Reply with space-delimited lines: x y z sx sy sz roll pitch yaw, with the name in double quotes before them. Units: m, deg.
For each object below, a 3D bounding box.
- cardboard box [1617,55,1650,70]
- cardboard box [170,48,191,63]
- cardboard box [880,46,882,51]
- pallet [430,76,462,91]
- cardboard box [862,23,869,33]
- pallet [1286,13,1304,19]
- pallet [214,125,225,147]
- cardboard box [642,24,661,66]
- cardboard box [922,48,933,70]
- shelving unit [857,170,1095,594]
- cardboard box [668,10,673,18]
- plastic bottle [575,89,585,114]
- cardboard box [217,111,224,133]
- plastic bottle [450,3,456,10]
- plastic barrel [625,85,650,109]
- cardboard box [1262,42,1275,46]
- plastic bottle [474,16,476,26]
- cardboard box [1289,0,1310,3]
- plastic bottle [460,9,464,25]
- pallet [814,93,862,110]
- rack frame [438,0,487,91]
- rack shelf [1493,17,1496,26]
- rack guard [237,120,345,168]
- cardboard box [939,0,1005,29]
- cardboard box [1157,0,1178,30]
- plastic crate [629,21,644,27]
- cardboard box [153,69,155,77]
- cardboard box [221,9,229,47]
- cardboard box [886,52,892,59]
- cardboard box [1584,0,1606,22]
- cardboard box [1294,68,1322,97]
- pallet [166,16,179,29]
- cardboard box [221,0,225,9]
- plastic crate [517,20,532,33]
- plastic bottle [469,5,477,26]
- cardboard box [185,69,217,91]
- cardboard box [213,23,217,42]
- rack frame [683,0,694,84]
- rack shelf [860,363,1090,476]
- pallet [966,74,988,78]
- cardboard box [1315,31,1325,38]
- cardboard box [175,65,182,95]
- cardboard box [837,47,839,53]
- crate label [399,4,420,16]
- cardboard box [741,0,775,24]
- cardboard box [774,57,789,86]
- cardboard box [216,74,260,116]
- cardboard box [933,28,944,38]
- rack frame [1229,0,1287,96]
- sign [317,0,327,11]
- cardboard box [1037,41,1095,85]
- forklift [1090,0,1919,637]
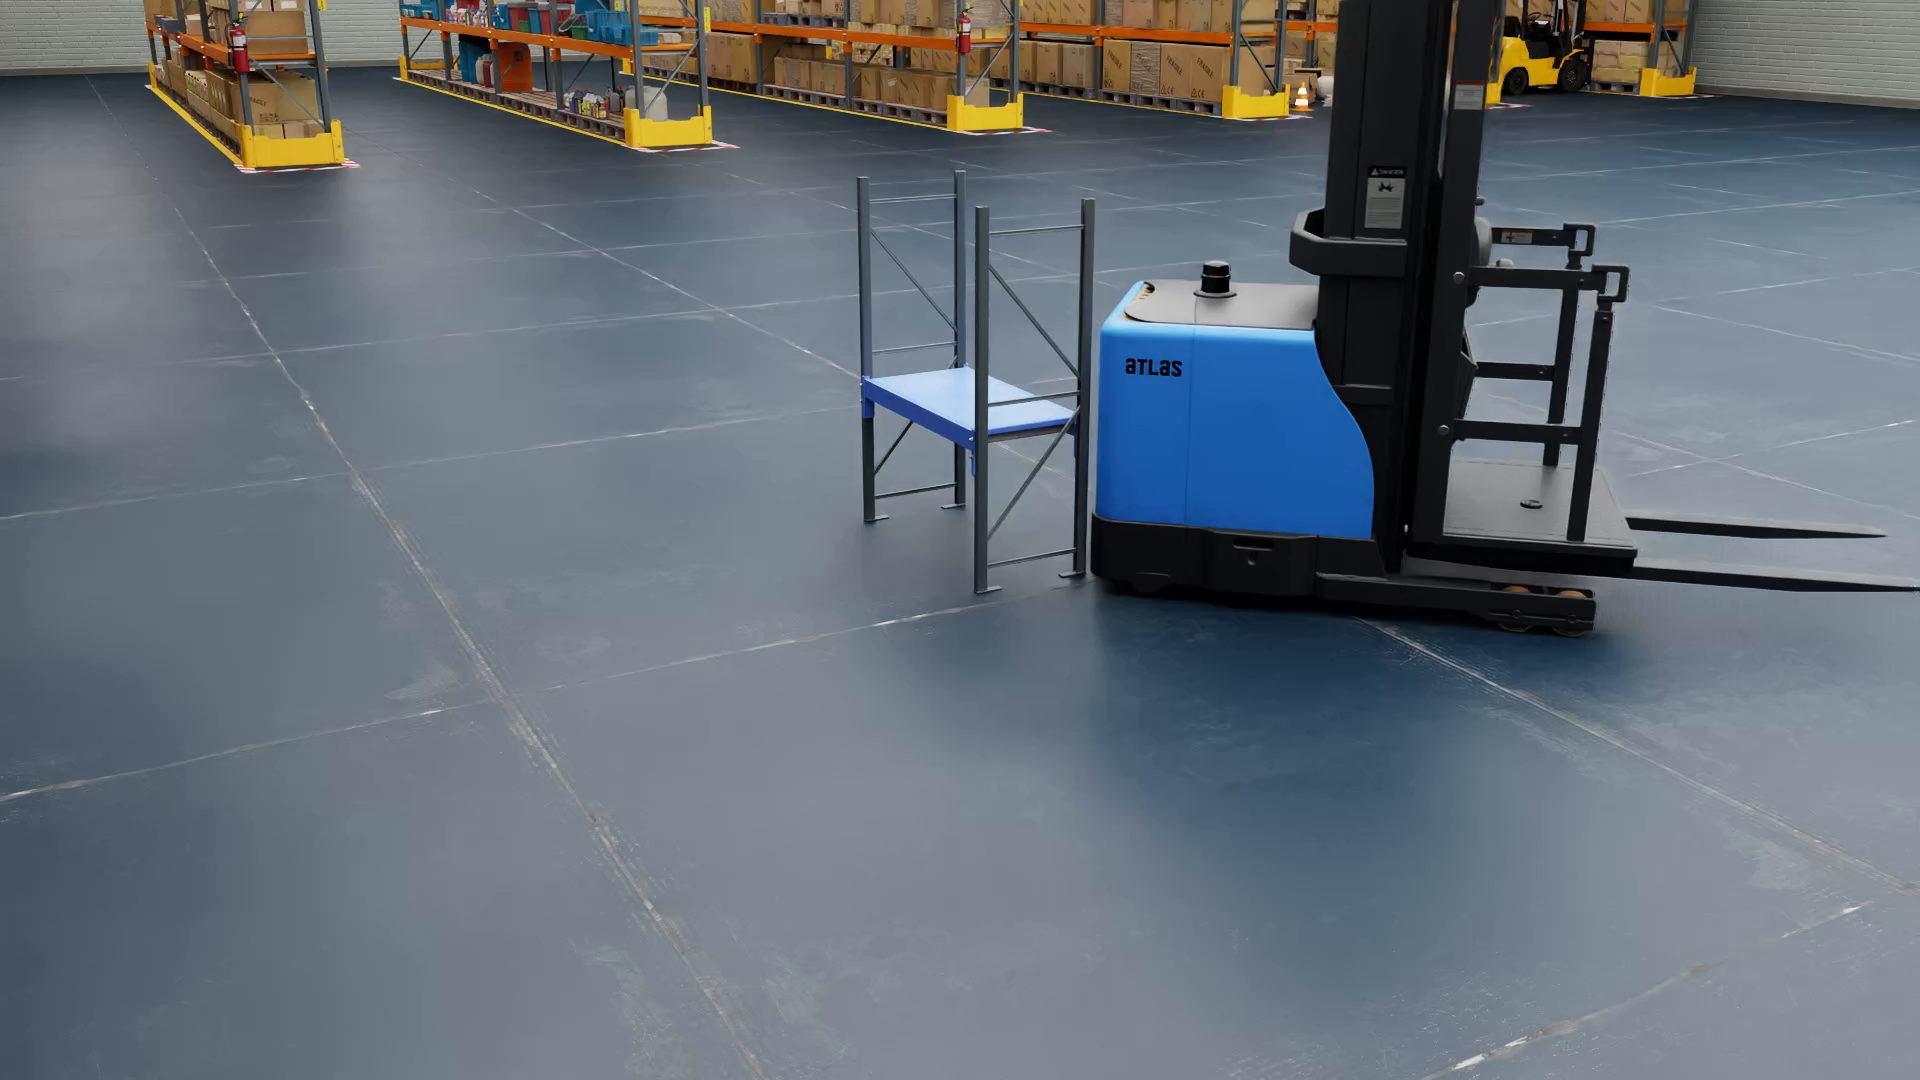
"cardboard box" 13.000 -9.174 31.924 0.500 0.250 0.500 -10 22 -27
"cardboard box" -13.510 -8.471 29.091 0.500 0.250 0.500 -10 21 -27
"cardboard box" -1.600 -11.245 37.935 0.380 0.149 0.250 -9 21 -25
"pallet" -10.022 -9.207 33.490 1.003 0.211 1.213 -10 21 -27
"cardboard box" -1.393 -8.423 27.327 0.380 0.149 0.250 -10 21 -27
"pallet" 6.317 -10.822 34.188 1.003 0.211 1.213 -10 21 -27
"pallet" -9.860 -5.705 23.340 1.003 0.211 1.213 -10 21 -27
"cardboard box" -6.805 -11.259 37.774 0.875 0.875 0.875 -10 21 -27
"cardboard box" -0.497 -10.439 35.973 0.500 0.500 0.500 -9 21 -24
"shelving unit" 0.041 -0.684 6.816 0.538 1.500 1.048 -10 21 -27
"cardboard box" -5.957 -11.153 35.240 0.380 0.149 0.250 -10 22 -28
"plastic bottle" -5.732 -6.629 25.131 0.144 0.351 0.185 -11 22 -29
"cardboard box" -9.782 -5.688 22.587 0.500 0.250 0.500 -10 21 -27
"plastic bottle" -9.738 -10.134 31.977 0.144 0.351 0.185 -10 21 -27
"plastic barrel" -4.558 -6.219 23.726 0.421 0.512 0.421 0 19 0
"cardboard box" 7.840 -12.236 41.180 0.500 0.500 0.500 -9 21 -24
"plastic bottle" -8.733 -9.398 30.073 0.097 0.201 0.097 0 19 0
"cardboard box" 6.819 -10.809 32.606 0.500 0.500 0.500 -10 22 -28
"plastic bottle" -9.204 -9.737 30.942 0.152 0.276 0.135 -10 21 -27
"pallet" -1.852 -7.696 29.111 1.003 0.211 1.213 -10 21 -27
"rack frame" -9.639 -10.320 32.441 1.000 3.000 0.127 -10 21 -27
"rack shelf" 10.657 -11.330 36.470 1.077 0.370 4.000 -10 21 -27
"rack guard" -8.290 -4.921 20.626 1.175 0.500 0.348 -10 21 -27
"cardboard box" 0.181 -7.993 25.087 0.875 0.500 0.500 -10 21 -27
"cardboard box" 3.892 -9.033 28.480 0.875 0.550 0.500 -10 21 -27
"plastic crate" -5.075 -7.678 25.011 0.499 0.251 0.616 -10 21 -27
"cardboard box" -16.003 -9.389 33.439 0.380 0.149 0.250 -10 21 -27
"cardboard box" -9.494 -6.883 22.328 0.700 0.500 0.500 -10 21 -26
"cardboard box" -1.436 -10.935 37.494 0.380 0.149 0.250 -11 22 -29
"cardboard box" 12.560 -10.393 32.498 0.500 0.500 0.500 -10 22 -28
"cardboard box" 6.552 -8.627 31.363 0.500 0.500 0.500 4 19 11
"pallet" -13.028 -8.873 28.540 1.003 0.211 1.213 -10 21 -27
"cardboard box" -9.389 -6.988 21.638 0.380 0.149 0.250 -10 22 -27
"plastic crate" -6.915 -8.380 27.143 0.450 0.188 0.662 -10 21 -27
"plastic bottle" -8.889 -9.579 30.369 0.144 0.351 0.185 -10 21 -27
"cardboard box" -12.110 -7.374 26.614 0.500 0.311 0.500 -9 21 -25
"cardboard box" -10.473 -7.321 23.980 0.500 0.250 0.500 -9 21 -23
"rack frame" -5.280 -11.088 34.665 1.000 3.000 0.127 -10 21 -27
"rack shelf" 0.041 -0.514 6.874 0.538 0.185 1.000 -10 21 -27
"pallet" 0.663 -9.585 34.585 1.003 0.211 1.213 -10 21 -27
"cardboard box" 8.645 -12.055 39.663 0.380 0.149 0.250 -11 22 -29
"cardboard box" -13.251 -7.963 28.766 0.500 0.500 0.500 -11 22 -29
"cardboard box" -2.743 -11.776 39.932 0.380 0.149 0.250 -9 21 -24
"crate label" -11.711 -11.296 35.433 0.416 0.233 0.303 -10 21 -27
"cardboard box" -3.833 -10.090 31.620 0.500 0.500 0.500 -9 21 -25
"cardboard box" -3.045 -8.776 31.125 0.700 0.500 0.500 -11 22 -30
"cardboard box" -9.542 -5.899 22.050 0.500 0.500 0.500 -10 21 -27
"cardboard box" -0.181 -7.709 25.260 0.380 0.149 0.250 -10 21 -27
"rack frame" 4.832 -8.382 26.824 1.000 3.000 0.127 -10 21 -27
"sign" -7.810 -6.640 20.328 0.100 0.325 0.005 -10 21 -27
"cardboard box" 2.103 -9.107 31.730 1.050 0.750 0.750 -10 21 -27
"forklift" 2.088 -1.222 6.178 3.031 2.935 1.130 4 20 13
